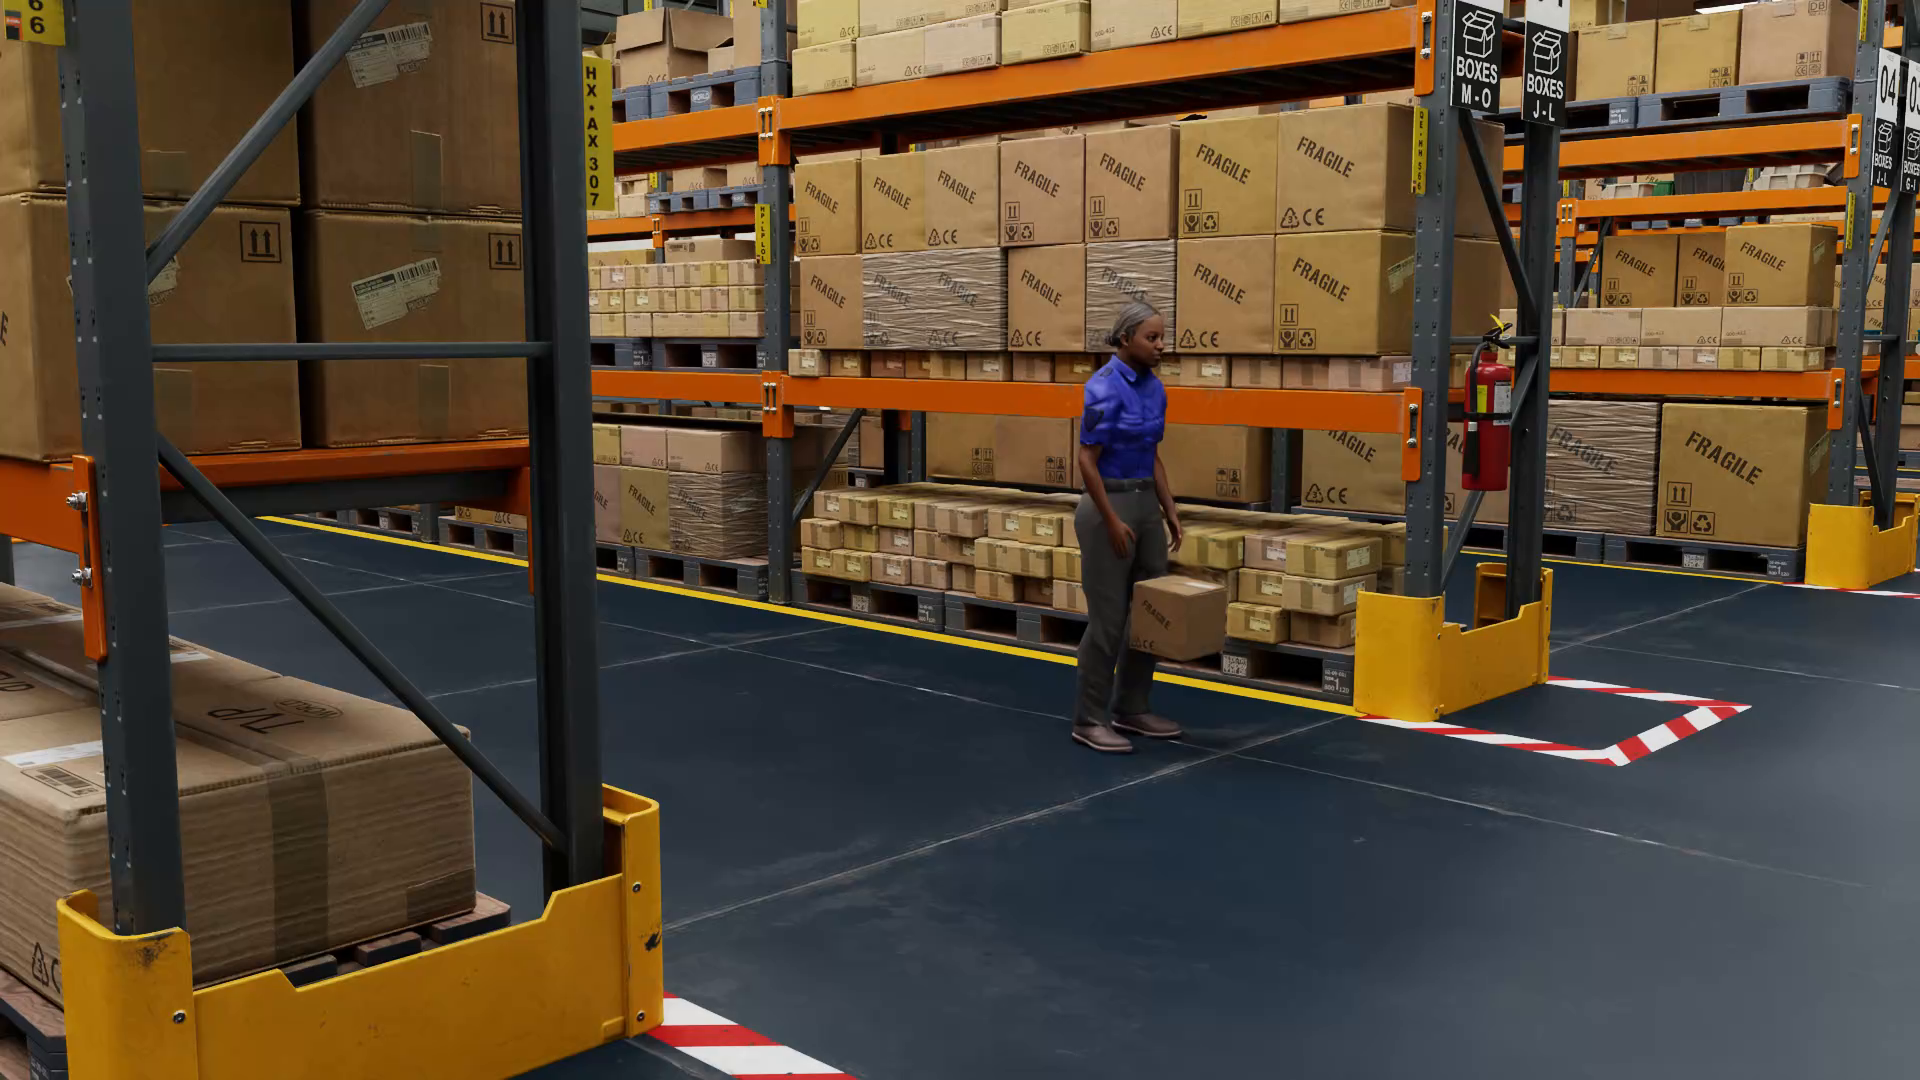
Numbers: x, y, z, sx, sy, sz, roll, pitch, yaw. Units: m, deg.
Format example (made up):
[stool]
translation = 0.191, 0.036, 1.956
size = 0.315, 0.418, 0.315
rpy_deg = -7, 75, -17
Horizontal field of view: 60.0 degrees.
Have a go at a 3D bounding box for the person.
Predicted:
[person]
translation = 0.628, -0.063, 6.270
size = 0.345, 1.659, 0.494
rpy_deg = 6, 10, 42
